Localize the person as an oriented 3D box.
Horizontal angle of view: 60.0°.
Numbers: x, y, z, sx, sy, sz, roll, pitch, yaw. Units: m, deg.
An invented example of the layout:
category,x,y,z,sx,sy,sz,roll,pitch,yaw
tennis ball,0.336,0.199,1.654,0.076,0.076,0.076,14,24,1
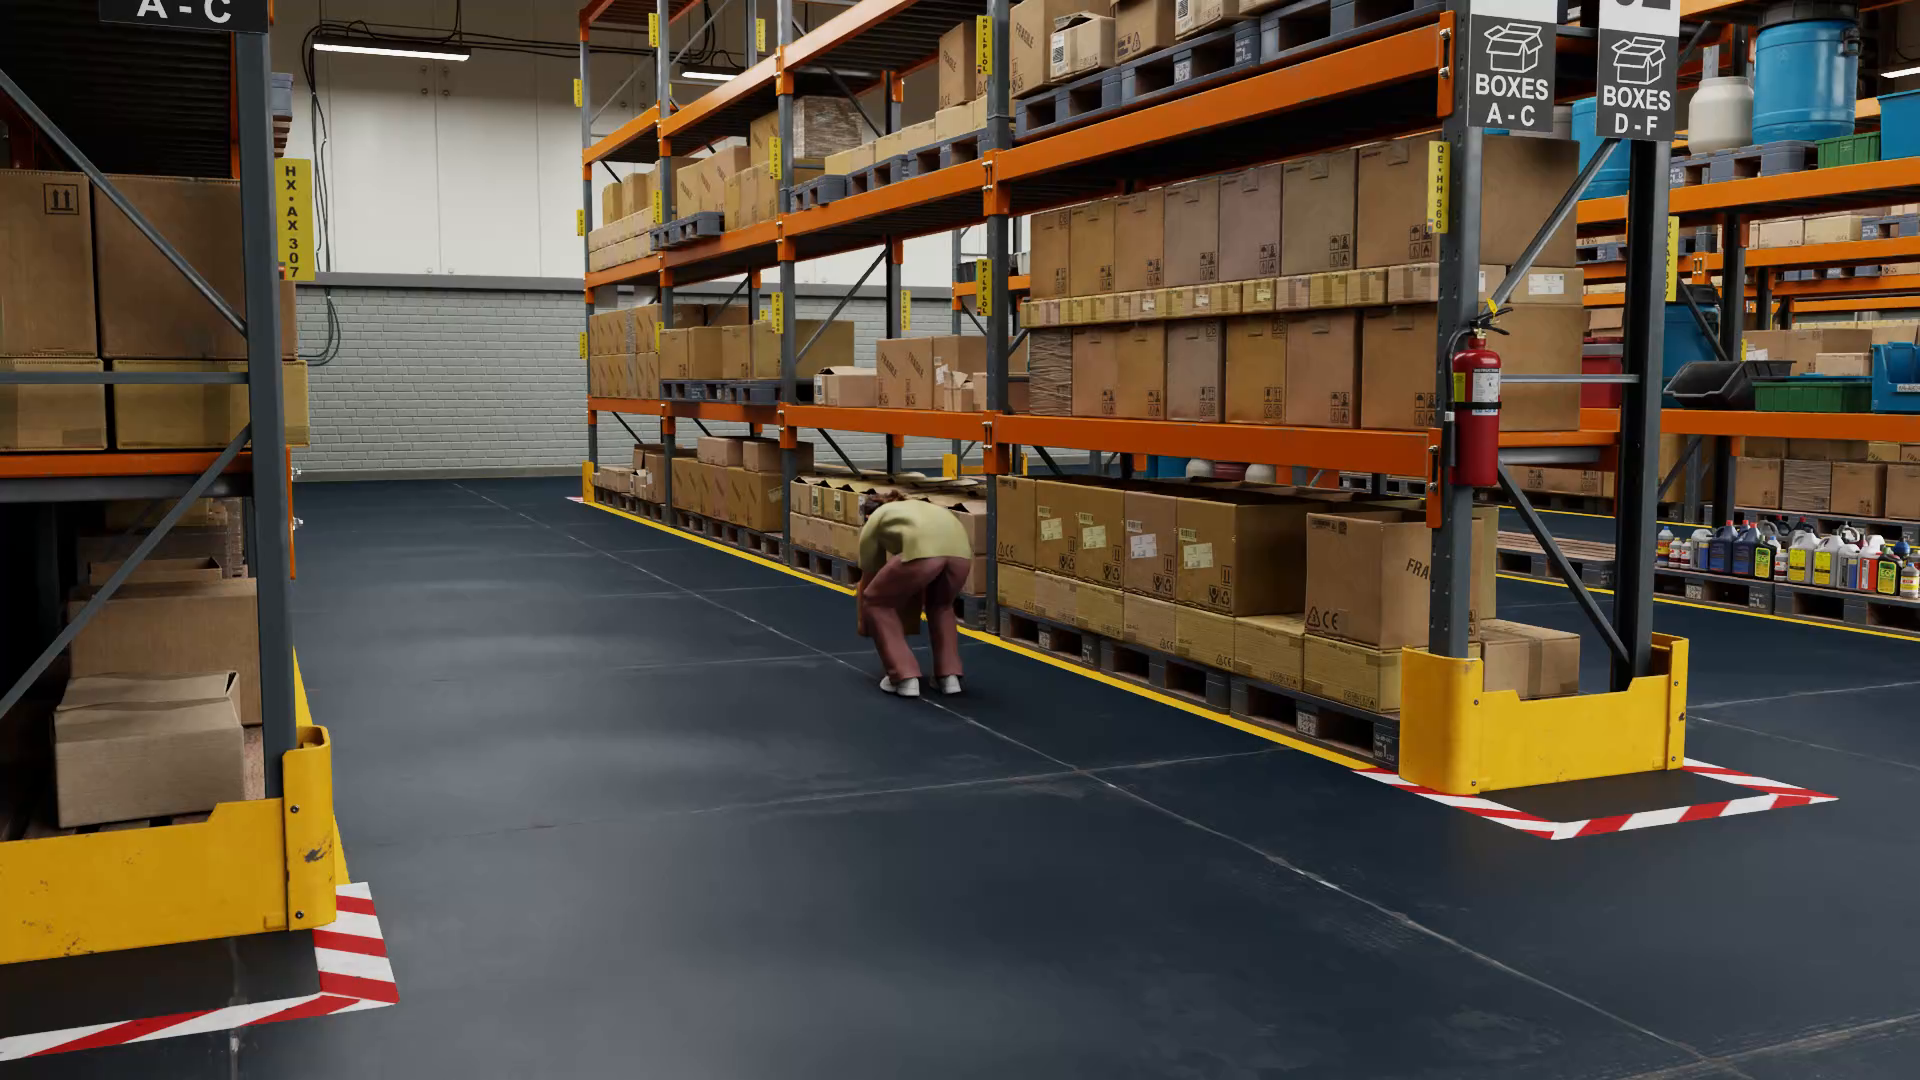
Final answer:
category,x,y,z,sx,sy,sz,roll,pitch,yaw
person,-0.252,0.242,8.161,0.476,0.966,0.866,-3,6,-26
